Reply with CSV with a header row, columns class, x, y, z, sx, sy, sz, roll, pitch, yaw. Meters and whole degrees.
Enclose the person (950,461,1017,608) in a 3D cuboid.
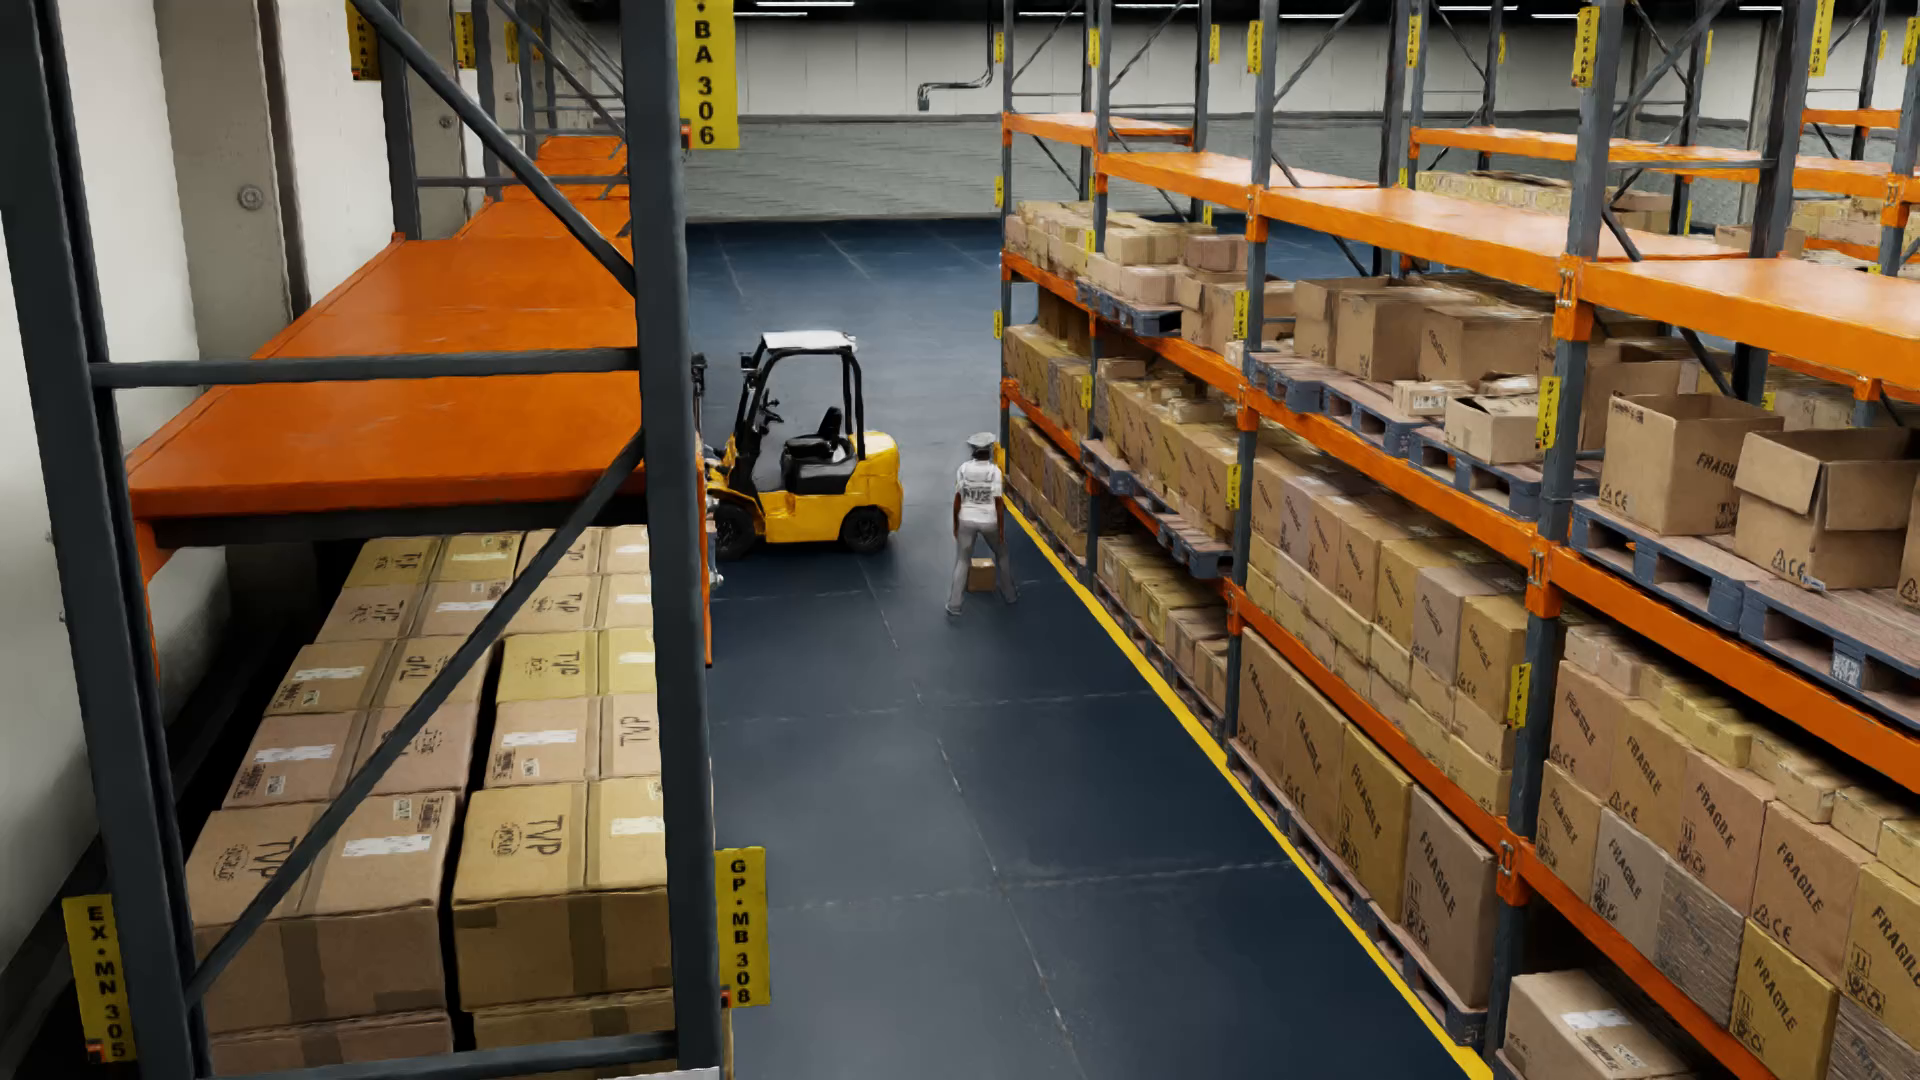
class,x,y,z,sx,sy,sz,roll,pitch,yaw
person,0.222,-0.076,15.214,0.534,1.330,0.595,4,17,13
